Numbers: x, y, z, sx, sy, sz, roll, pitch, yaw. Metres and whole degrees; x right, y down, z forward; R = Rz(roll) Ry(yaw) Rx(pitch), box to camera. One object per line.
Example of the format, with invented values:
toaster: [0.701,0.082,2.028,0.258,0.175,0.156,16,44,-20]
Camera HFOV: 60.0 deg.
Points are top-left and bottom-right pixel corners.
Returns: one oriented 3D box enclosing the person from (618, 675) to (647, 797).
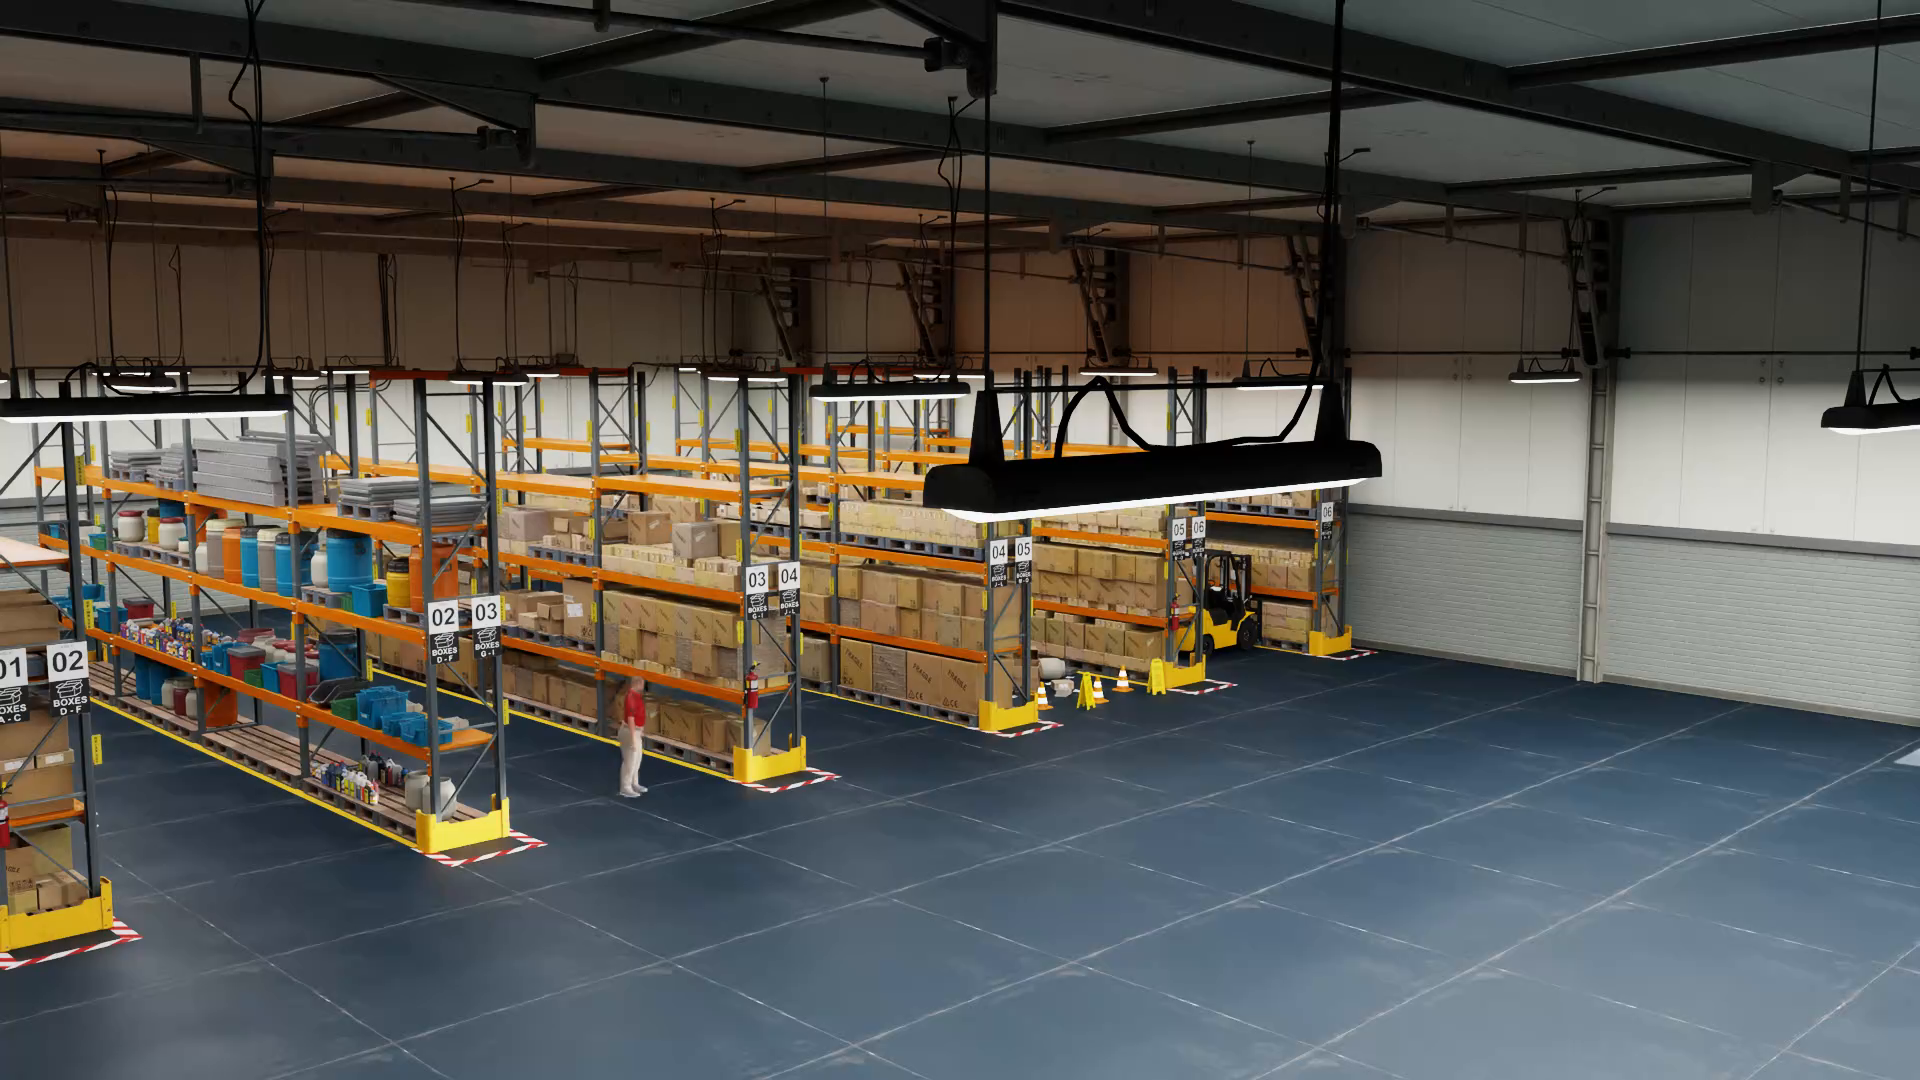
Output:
person: [-4.699,2.799,23.837,0.396,1.741,0.586,-1,6,-5]
